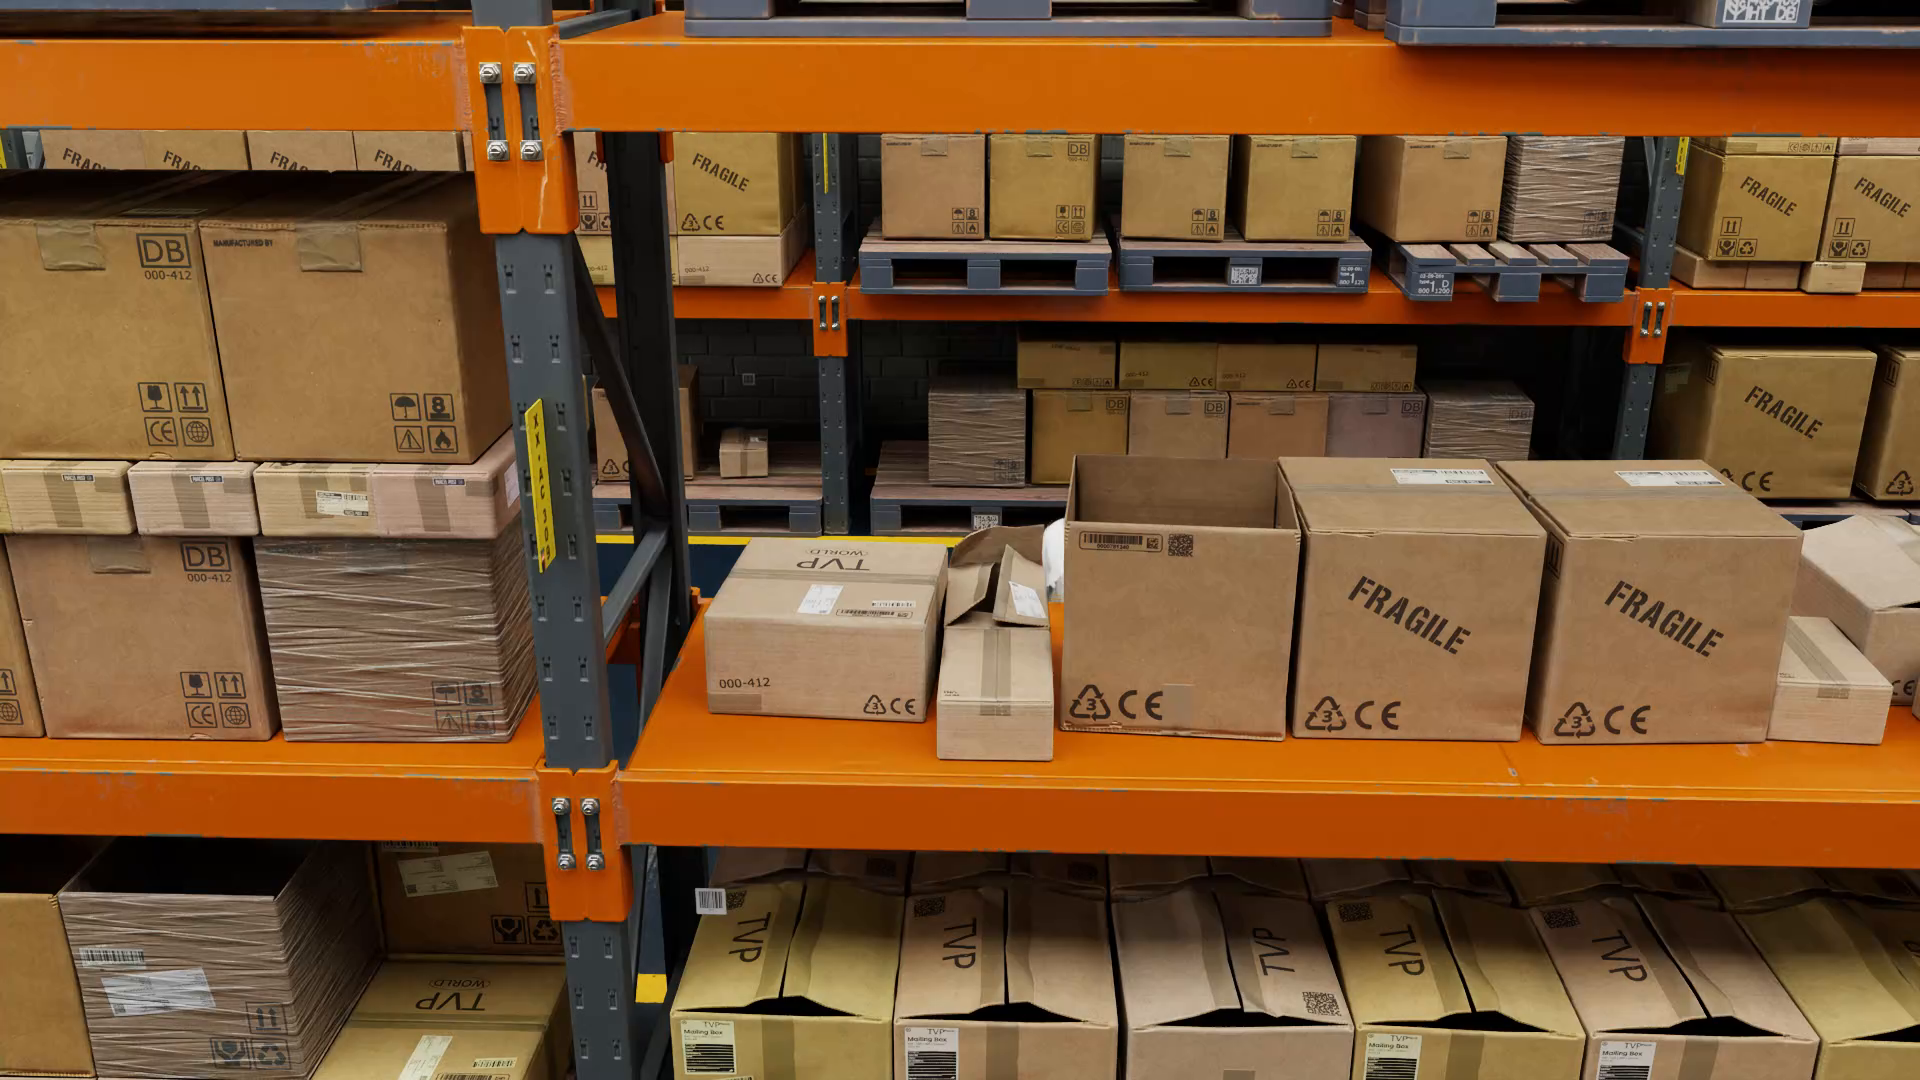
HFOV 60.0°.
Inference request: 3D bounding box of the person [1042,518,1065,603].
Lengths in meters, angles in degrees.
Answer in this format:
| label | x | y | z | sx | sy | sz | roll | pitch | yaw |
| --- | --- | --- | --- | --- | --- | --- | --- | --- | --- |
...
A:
| label | x | y | z | sx | sy | sz | roll | pitch | yaw |
| --- | --- | --- | --- | --- | --- | --- | --- | --- | --- |
| person | 0.506 | 0.459 | 5.933 | 0.495 | 0.988 | 0.996 | 0 | 21 | -1 |
